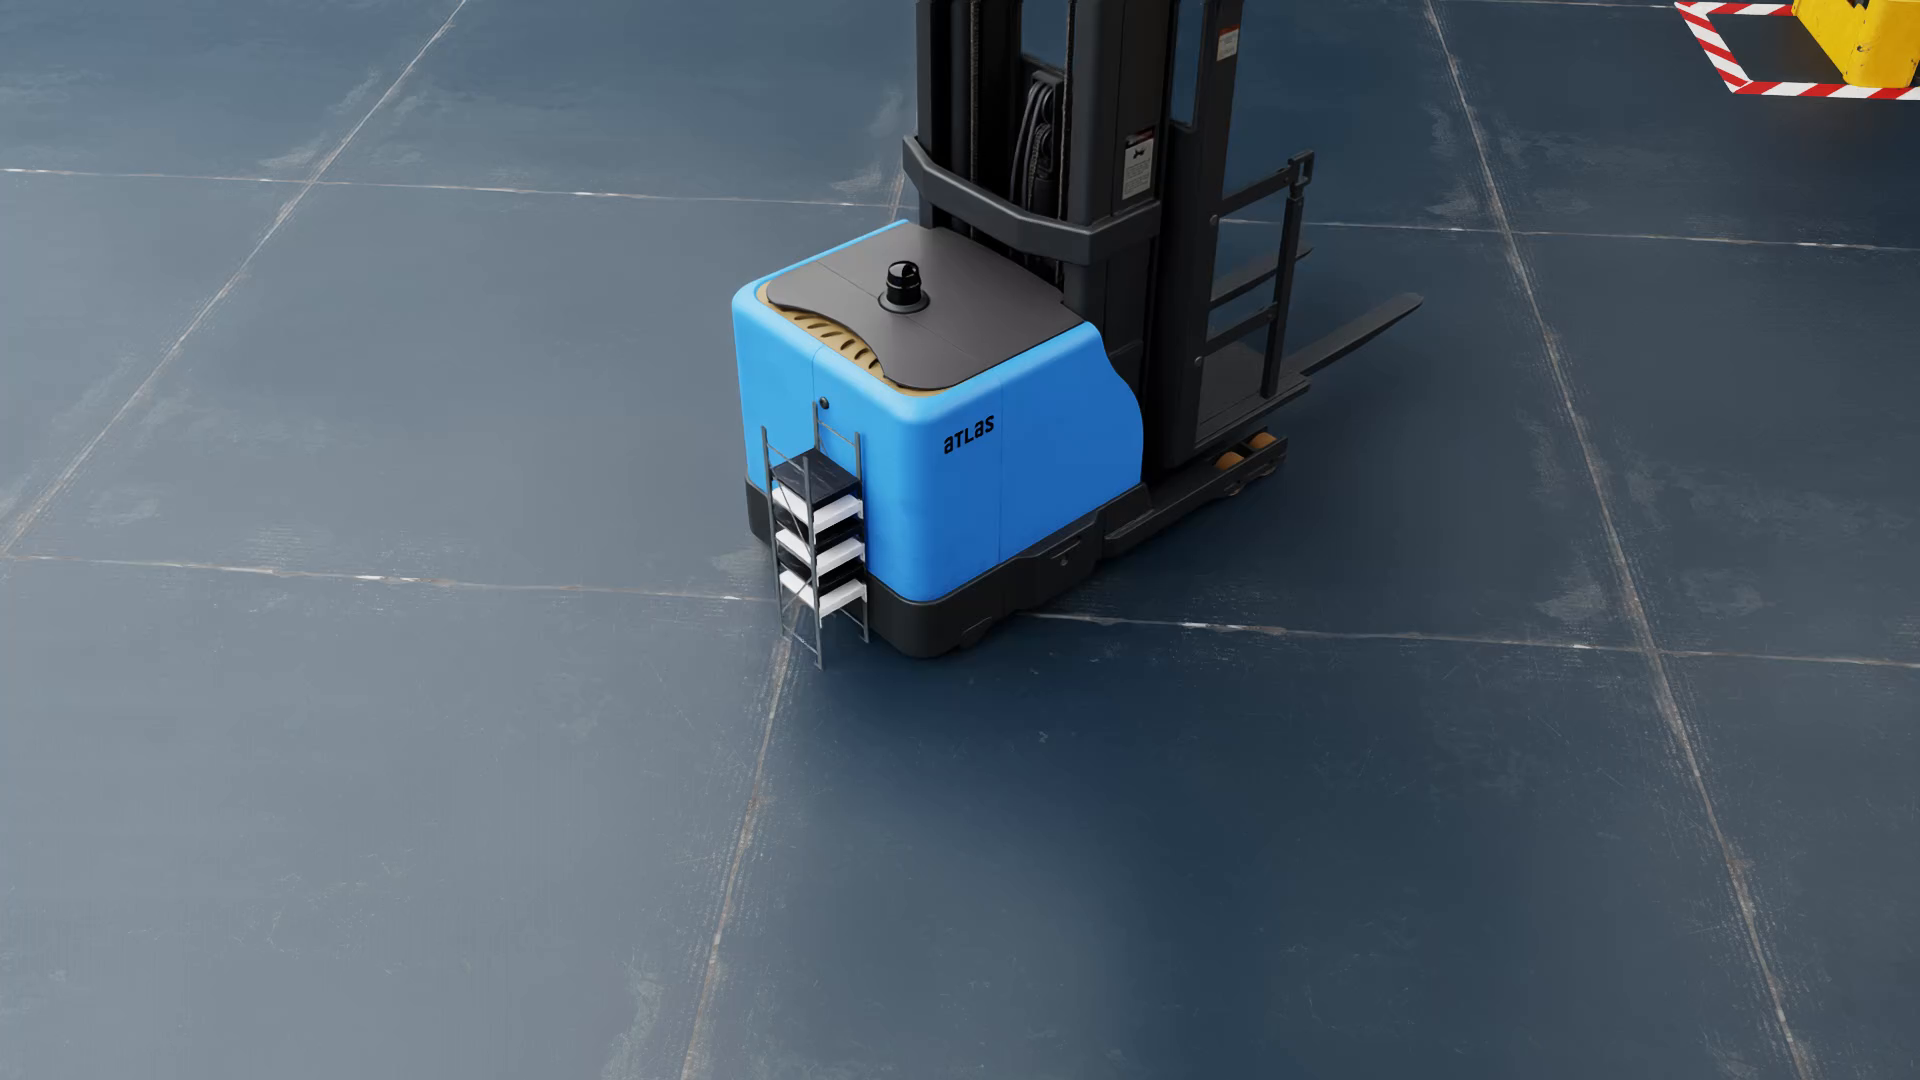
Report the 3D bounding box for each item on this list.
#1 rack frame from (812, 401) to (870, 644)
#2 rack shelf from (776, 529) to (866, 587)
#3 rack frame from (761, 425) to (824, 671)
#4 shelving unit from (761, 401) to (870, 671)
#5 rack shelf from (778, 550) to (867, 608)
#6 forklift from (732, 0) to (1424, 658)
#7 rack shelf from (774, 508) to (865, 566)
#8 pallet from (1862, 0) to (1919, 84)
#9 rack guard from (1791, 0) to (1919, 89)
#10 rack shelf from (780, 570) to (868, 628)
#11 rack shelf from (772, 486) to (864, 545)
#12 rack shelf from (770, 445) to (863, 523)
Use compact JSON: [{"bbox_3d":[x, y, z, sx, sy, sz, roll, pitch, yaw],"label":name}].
[{"bbox_3d":[-0.397,-0.043,5.590,0.006,0.900,0.240,-29,47,-31],"label":"rack frame"},{"bbox_3d":[-0.473,0.026,5.559,0.200,0.077,0.258,-29,47,-31],"label":"rack shelf"},{"bbox_3d":[-0.549,0.042,5.485,0.006,0.900,0.240,-29,47,-31],"label":"rack frame"},{"bbox_3d":[-0.473,0.000,5.537,0.210,0.900,0.258,-29,47,-31],"label":"shelving unit"},{"bbox_3d":[-0.473,0.095,5.615,0.200,0.077,0.258,-29,47,-31],"label":"rack shelf"},{"bbox_3d":[0.653,-1.534,5.812,3.031,2.935,1.130,-29,47,-31],"label":"forklift"},{"bbox_3d":[-0.473,-0.044,5.502,0.200,0.077,0.258,-29,47,-31],"label":"rack shelf"},{"bbox_3d":[6.060,-2.953,9.711,1.213,0.211,1.003,3,39,4],"label":"pallet"},{"bbox_3d":[5.252,-3.113,9.679,0.348,0.500,1.175,3,39,4],"label":"rack guard"},{"bbox_3d":[-0.473,0.165,5.672,0.200,0.077,0.258,-29,47,-31],"label":"rack shelf"},{"bbox_3d":[-0.473,-0.114,5.445,0.200,0.077,0.258,-29,47,-31],"label":"rack shelf"},{"bbox_3d":[-0.473,-0.184,5.388,0.200,0.077,0.258,-29,47,-31],"label":"rack shelf"}]
